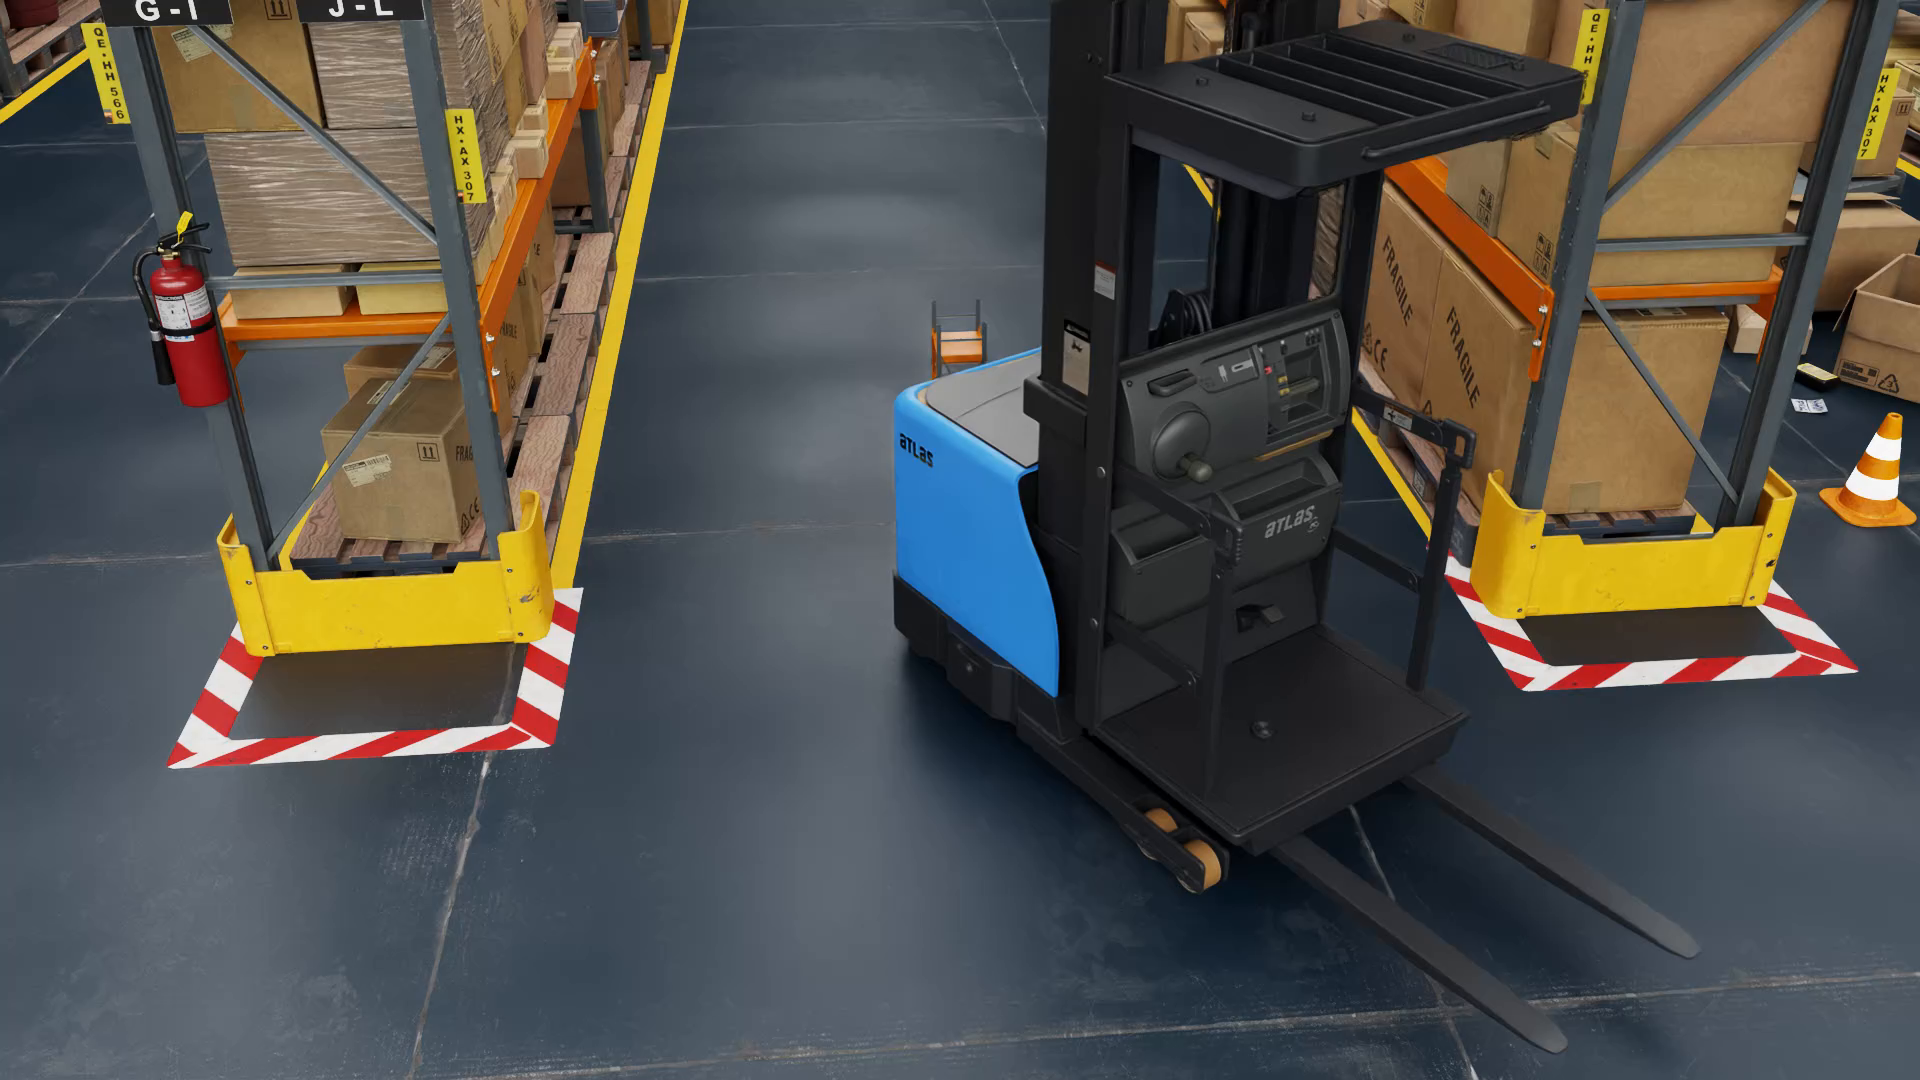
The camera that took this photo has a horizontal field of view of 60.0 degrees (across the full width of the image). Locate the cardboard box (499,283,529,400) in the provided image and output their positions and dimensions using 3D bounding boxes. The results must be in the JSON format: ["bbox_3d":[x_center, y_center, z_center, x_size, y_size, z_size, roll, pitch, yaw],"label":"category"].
[{"bbox_3d":[-2.398,-0.959,7.958,0.500,0.500,0.500,0,31,0],"label":"cardboard box"}]

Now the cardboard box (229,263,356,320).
[{"bbox_3d":[-2.459,-0.936,6.136,0.380,0.149,0.250,-3,31,-5],"label":"cardboard box"}]

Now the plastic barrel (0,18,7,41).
[{"bbox_3d":[-7.968,-4.253,13.151,0.600,0.830,0.708,-3,31,-5],"label":"plastic barrel"}]

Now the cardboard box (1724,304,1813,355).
[{"bbox_3d":[4.342,-1.173,8.955,0.396,0.266,0.258,2,31,4],"label":"cardboard box"}]

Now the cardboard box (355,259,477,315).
[{"bbox_3d":[-2.016,-0.957,6.172,0.380,0.149,0.250,-3,31,-5],"label":"cardboard box"}]

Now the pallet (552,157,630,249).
[{"bbox_3d":[-2.674,-2.150,10.644,1.003,0.211,1.213,-3,31,-5],"label":"pallet"}]

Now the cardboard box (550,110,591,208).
[{"bbox_3d":[-2.636,-2.380,10.319,0.700,0.500,0.500,-5,31,-8],"label":"cardboard box"}]

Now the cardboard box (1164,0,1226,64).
[{"bbox_3d":[2.026,-3.631,12.189,1.050,0.750,0.750,-2,31,-4],"label":"cardboard box"}]

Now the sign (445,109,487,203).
[{"bbox_3d":[-1.686,-1.306,5.666,0.100,0.325,0.005,-3,31,-5],"label":"sign"}]

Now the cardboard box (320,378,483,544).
[{"bbox_3d":[-2.268,-0.335,6.913,0.500,0.500,0.500,3,31,5],"label":"cardboard box"}]

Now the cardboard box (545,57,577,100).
[{"bbox_3d":[-2.176,-2.366,8.530,0.380,0.149,0.250,-3,31,-5],"label":"cardboard box"}]

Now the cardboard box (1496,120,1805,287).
[{"bbox_3d":[2.642,-1.346,6.431,0.875,0.550,0.550,-3,31,-5],"label":"cardboard box"}]

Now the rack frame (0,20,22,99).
[{"bbox_3d":[-7.905,-4.755,12.286,1.000,3.000,0.127,-3,31,-5],"label":"rack frame"}]

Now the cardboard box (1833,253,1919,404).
[{"bbox_3d":[4.955,-1.086,8.578,0.637,0.503,0.797,27,40,37],"label":"cardboard box"}]

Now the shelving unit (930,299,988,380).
[{"bbox_3d":[-0.005,-0.478,7.027,0.215,1.050,0.252,-3,31,-5],"label":"shelving unit"}]

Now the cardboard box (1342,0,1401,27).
[{"bbox_3d":[2.401,-2.452,8.283,0.875,0.550,0.550,-3,31,-5],"label":"cardboard box"}]

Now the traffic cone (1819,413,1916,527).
[{"bbox_3d":[4.085,-0.344,7.375,0.336,0.463,0.334,-3,31,-5],"label":"traffic cone"}]

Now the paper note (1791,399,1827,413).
[{"bbox_3d":[4.269,-0.679,8.359,0.144,0.017,0.142,8,32,13],"label":"paper note"}]

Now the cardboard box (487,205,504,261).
[{"bbox_3d":[-2.028,-1.214,6.602,0.380,0.149,0.250,-3,31,-5],"label":"cardboard box"}]

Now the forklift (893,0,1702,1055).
[{"bbox_3d":[1.004,-0.409,5.077,1.130,2.935,3.031,-20,36,-30],"label":"forklift"}]

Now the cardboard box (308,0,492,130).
[{"bbox_3d":[-2.006,-1.802,5.978,0.500,0.500,0.500,-3,31,-5],"label":"cardboard box"}]

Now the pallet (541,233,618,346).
[{"bbox_3d":[-2.502,-1.412,9.408,1.003,0.211,1.213,-3,31,-5],"label":"pallet"}]

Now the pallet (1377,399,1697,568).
[{"bbox_3d":[2.569,-0.301,7.549,1.003,0.211,1.213,-3,31,-5],"label":"pallet"}]

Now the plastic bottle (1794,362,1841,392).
[{"bbox_3d":[4.403,-0.858,8.627,0.133,0.061,0.283,-14,33,-22],"label":"plastic bottle"}]

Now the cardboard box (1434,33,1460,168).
[{"bbox_3d":[2.641,-1.917,7.388,0.875,0.550,0.550,-3,31,-5],"label":"cardboard box"}]

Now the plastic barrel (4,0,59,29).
[{"bbox_3d":[-8.073,-4.726,14.178,0.600,0.588,0.708,-3,31,-5],"label":"plastic barrel"}]

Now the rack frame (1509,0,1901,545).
[{"bbox_3d":[2.721,-1.094,6.156,1.000,3.000,0.127,-3,31,-5],"label":"rack frame"}]

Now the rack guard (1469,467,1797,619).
[{"bbox_3d":[2.724,-0.009,6.777,1.175,0.500,0.348,-3,31,-5],"label":"rack guard"}]

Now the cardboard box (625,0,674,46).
[{"bbox_3d":[-3.018,-4.614,13.712,1.225,0.875,0.875,-4,31,-7],"label":"cardboard box"}]

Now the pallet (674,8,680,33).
[{"bbox_3d":[-3.083,-4.823,15.118,1.003,0.211,1.213,-3,31,-5],"label":"pallet"}]

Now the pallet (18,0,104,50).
[{"bbox_3d":[-8.131,-4.580,14.712,1.003,0.211,1.213,-3,31,-5],"label":"pallet"}]

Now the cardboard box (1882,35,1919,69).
[{"bbox_3d":[7.078,-3.467,12.281,0.950,0.372,0.625,-2,31,-3],"label":"cardboard box"}]

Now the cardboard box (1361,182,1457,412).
[{"bbox_3d":[2.508,-1.154,7.920,0.875,0.875,0.875,-3,31,-5],"label":"cardboard box"}]

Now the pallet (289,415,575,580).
[{"bbox_3d":[-2.274,-0.166,7.322,1.003,0.211,1.213,-3,31,-5],"label":"pallet"}]

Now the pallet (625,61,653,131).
[{"bbox_3d":[-2.902,-3.396,12.730,1.003,0.211,1.213,-3,31,-5],"label":"pallet"}]

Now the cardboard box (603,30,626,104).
[{"bbox_3d":[-2.827,-3.484,12.167,0.700,0.500,0.500,-5,31,-9],"label":"cardboard box"}]

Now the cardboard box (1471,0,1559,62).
[{"bbox_3d":[2.582,-2.090,6.624,0.875,0.550,0.550,-3,31,-5],"label":"cardboard box"}]

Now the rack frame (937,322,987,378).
[{"bbox_3d":[0.006,-0.416,6.922,0.200,1.050,0.008,-3,31,-5],"label":"rack frame"}]

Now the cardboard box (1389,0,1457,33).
[{"bbox_3d":[2.486,-2.646,7.556,0.875,0.550,0.500,-3,31,-5],"label":"cardboard box"}]

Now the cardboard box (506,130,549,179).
[{"bbox_3d":[-2.059,-1.727,7.462,0.380,0.149,0.250,-3,31,-5],"label":"cardboard box"}]

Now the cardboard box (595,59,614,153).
[{"bbox_3d":[-2.715,-2.910,11.206,0.700,0.500,0.500,-5,31,-9],"label":"cardboard box"}]

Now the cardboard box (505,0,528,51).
[{"bbox_3d":[-2.094,-2.312,6.834,0.500,0.500,0.500,-3,31,-5],"label":"cardboard box"}]

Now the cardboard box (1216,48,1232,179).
[{"bbox_3d":[2.200,-2.663,10.568,1.050,0.750,0.750,-3,31,-5],"label":"cardboard box"}]

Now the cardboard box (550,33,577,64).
[{"bbox_3d":[-2.274,-2.618,8.954,0.380,0.149,0.250,-3,31,-5],"label":"cardboard box"}]

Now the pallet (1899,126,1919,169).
[{"bbox_3d":[7.192,-2.625,11.439,1.003,0.211,1.213,-3,31,-5],"label":"pallet"}]

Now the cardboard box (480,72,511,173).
[{"bbox_3d":[-2.420,-1.868,7.064,0.875,0.500,0.500,-3,31,-5],"label":"cardboard box"}]

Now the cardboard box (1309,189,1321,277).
[{"bbox_3d":[2.337,-2.080,9.469,0.875,0.875,0.875,-2,31,-4],"label":"cardboard box"}]

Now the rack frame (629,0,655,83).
[{"bbox_3d":[-2.974,-4.992,12.683,1.000,3.000,0.127,-3,31,-5],"label":"rack frame"}]

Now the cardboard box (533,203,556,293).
[{"bbox_3d":[-2.542,-1.559,8.963,0.500,0.500,0.500,7,32,11],"label":"cardboard box"}]

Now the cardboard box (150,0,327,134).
[{"bbox_3d":[-2.524,-1.777,5.937,0.500,0.500,0.500,-3,31,-5],"label":"cardboard box"}]

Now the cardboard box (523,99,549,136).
[{"bbox_3d":[-2.162,-1.980,7.885,0.380,0.149,0.250,-3,31,-5],"label":"cardboard box"}]

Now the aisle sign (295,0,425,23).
[{"bbox_3d":[-1.922,-2.007,5.149,0.394,0.787,0.004,-3,31,-5],"label":"aisle sign"}]

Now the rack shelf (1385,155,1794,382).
[{"bbox_3d":[2.534,-1.806,8.050,1.077,0.370,4.000,-3,31,-5],"label":"rack shelf"}]

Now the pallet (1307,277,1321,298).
[{"bbox_3d":[2.341,-1.547,9.634,1.003,0.211,1.213,-3,31,-5],"label":"pallet"}]

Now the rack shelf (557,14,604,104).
[{"bbox_3d":[-2.787,-3.662,11.158,1.077,0.370,4.000,-3,31,-5],"label":"rack shelf"}]

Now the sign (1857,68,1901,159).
[{"bbox_3d":[3.274,-1.523,5.953,0.100,0.325,0.005,-3,31,-5],"label":"sign"}]

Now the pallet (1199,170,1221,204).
[{"bbox_3d":[2.200,-2.329,10.944,1.003,0.211,1.213,-3,31,-5],"label":"pallet"}]

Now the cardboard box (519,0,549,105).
[{"bbox_3d":[-2.461,-2.381,7.923,0.875,0.500,0.500,-3,31,-5],"label":"cardboard box"}]

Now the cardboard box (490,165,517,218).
[{"bbox_3d":[-2.089,-1.468,7.028,0.380,0.149,0.250,-3,31,-5],"label":"cardboard box"}]
